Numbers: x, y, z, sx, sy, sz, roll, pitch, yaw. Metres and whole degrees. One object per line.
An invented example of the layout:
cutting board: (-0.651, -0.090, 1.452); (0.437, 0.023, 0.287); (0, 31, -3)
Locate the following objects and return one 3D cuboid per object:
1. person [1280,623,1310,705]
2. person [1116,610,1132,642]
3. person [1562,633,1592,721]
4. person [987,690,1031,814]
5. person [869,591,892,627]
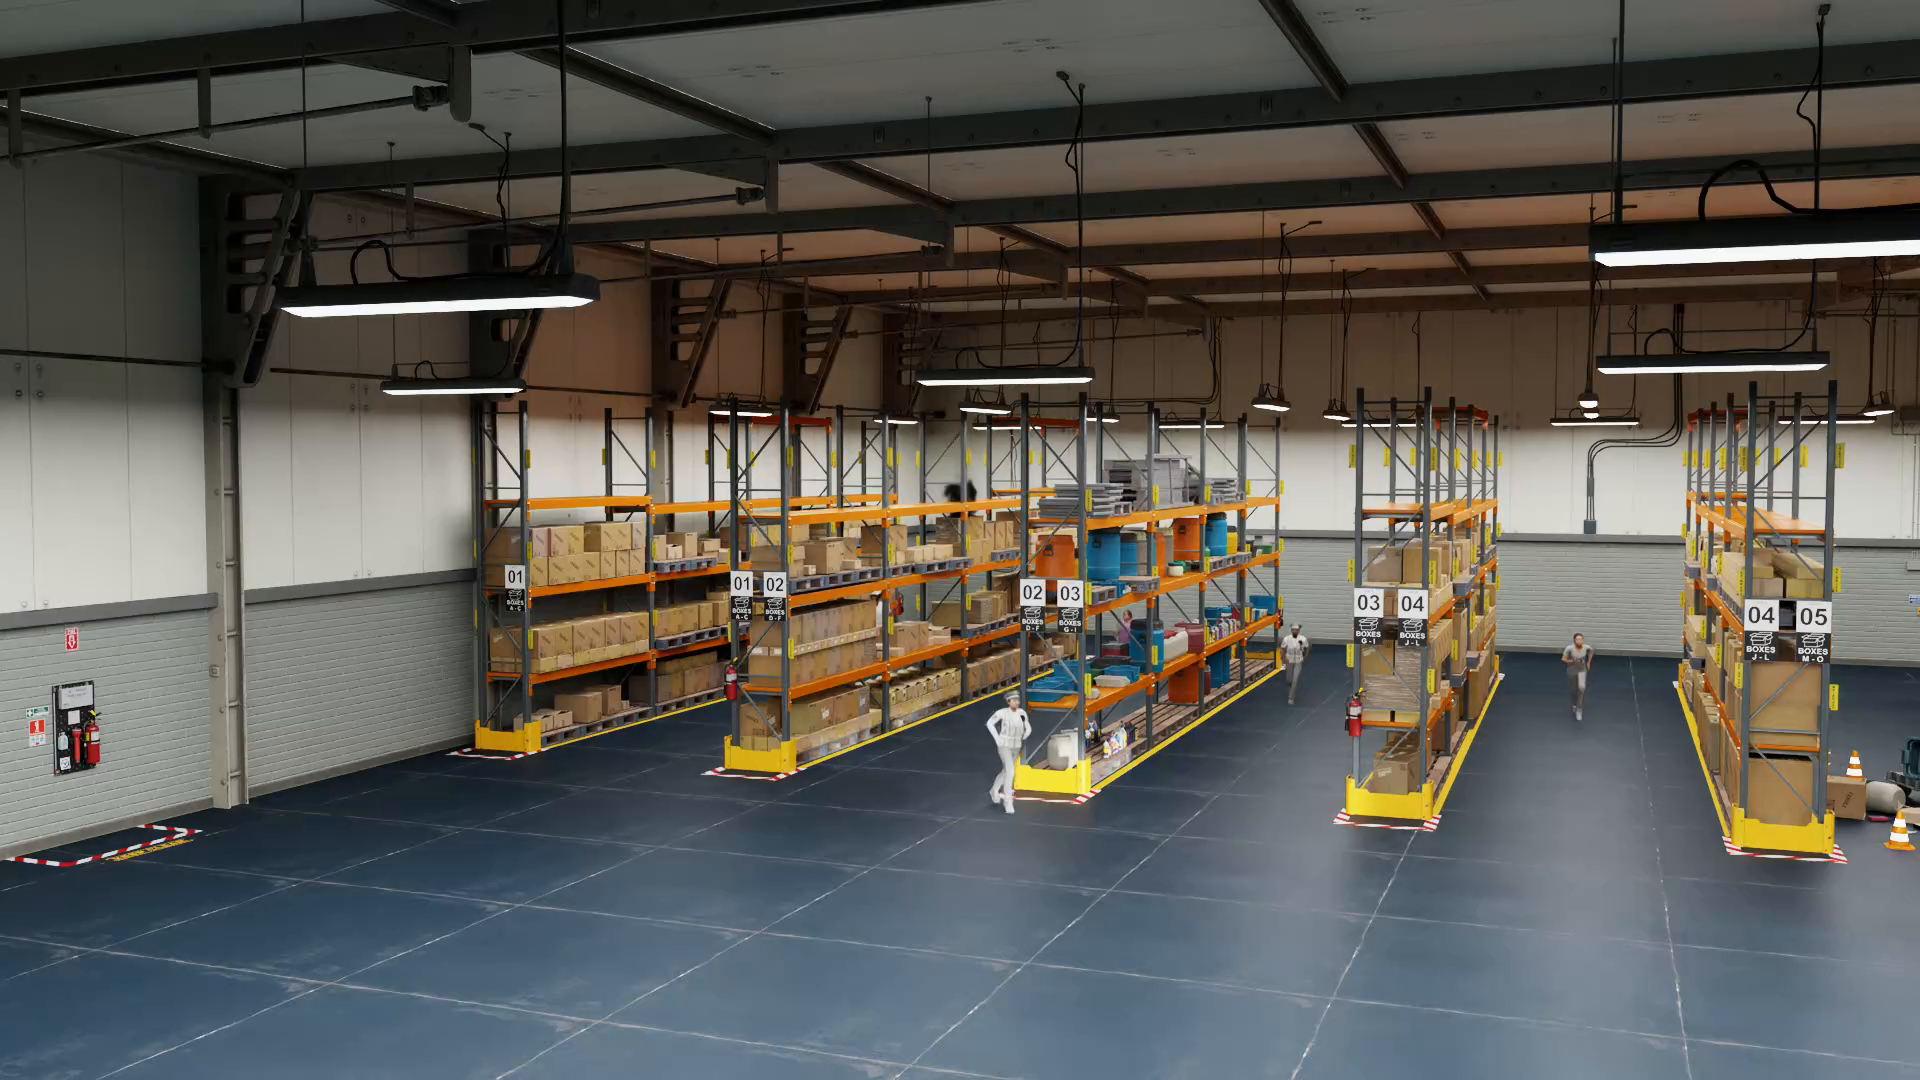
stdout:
person: (6.895, 2.520, 34.226); (0.598, 1.672, 0.688); (1, 3, 13)
person: (3.520, 2.245, 34.978); (0.536, 1.561, 0.503); (1, 3, 17)
person: (11.964, 2.617, 32.263); (0.567, 1.671, 1.012); (1, 3, 19)
person: (0.712, 3.002, 23.846); (0.610, 1.752, 0.742); (-2, 3, -31)
person: (-1.970, 2.028, 37.944); (0.696, 1.774, 0.583); (1, 3, 16)
